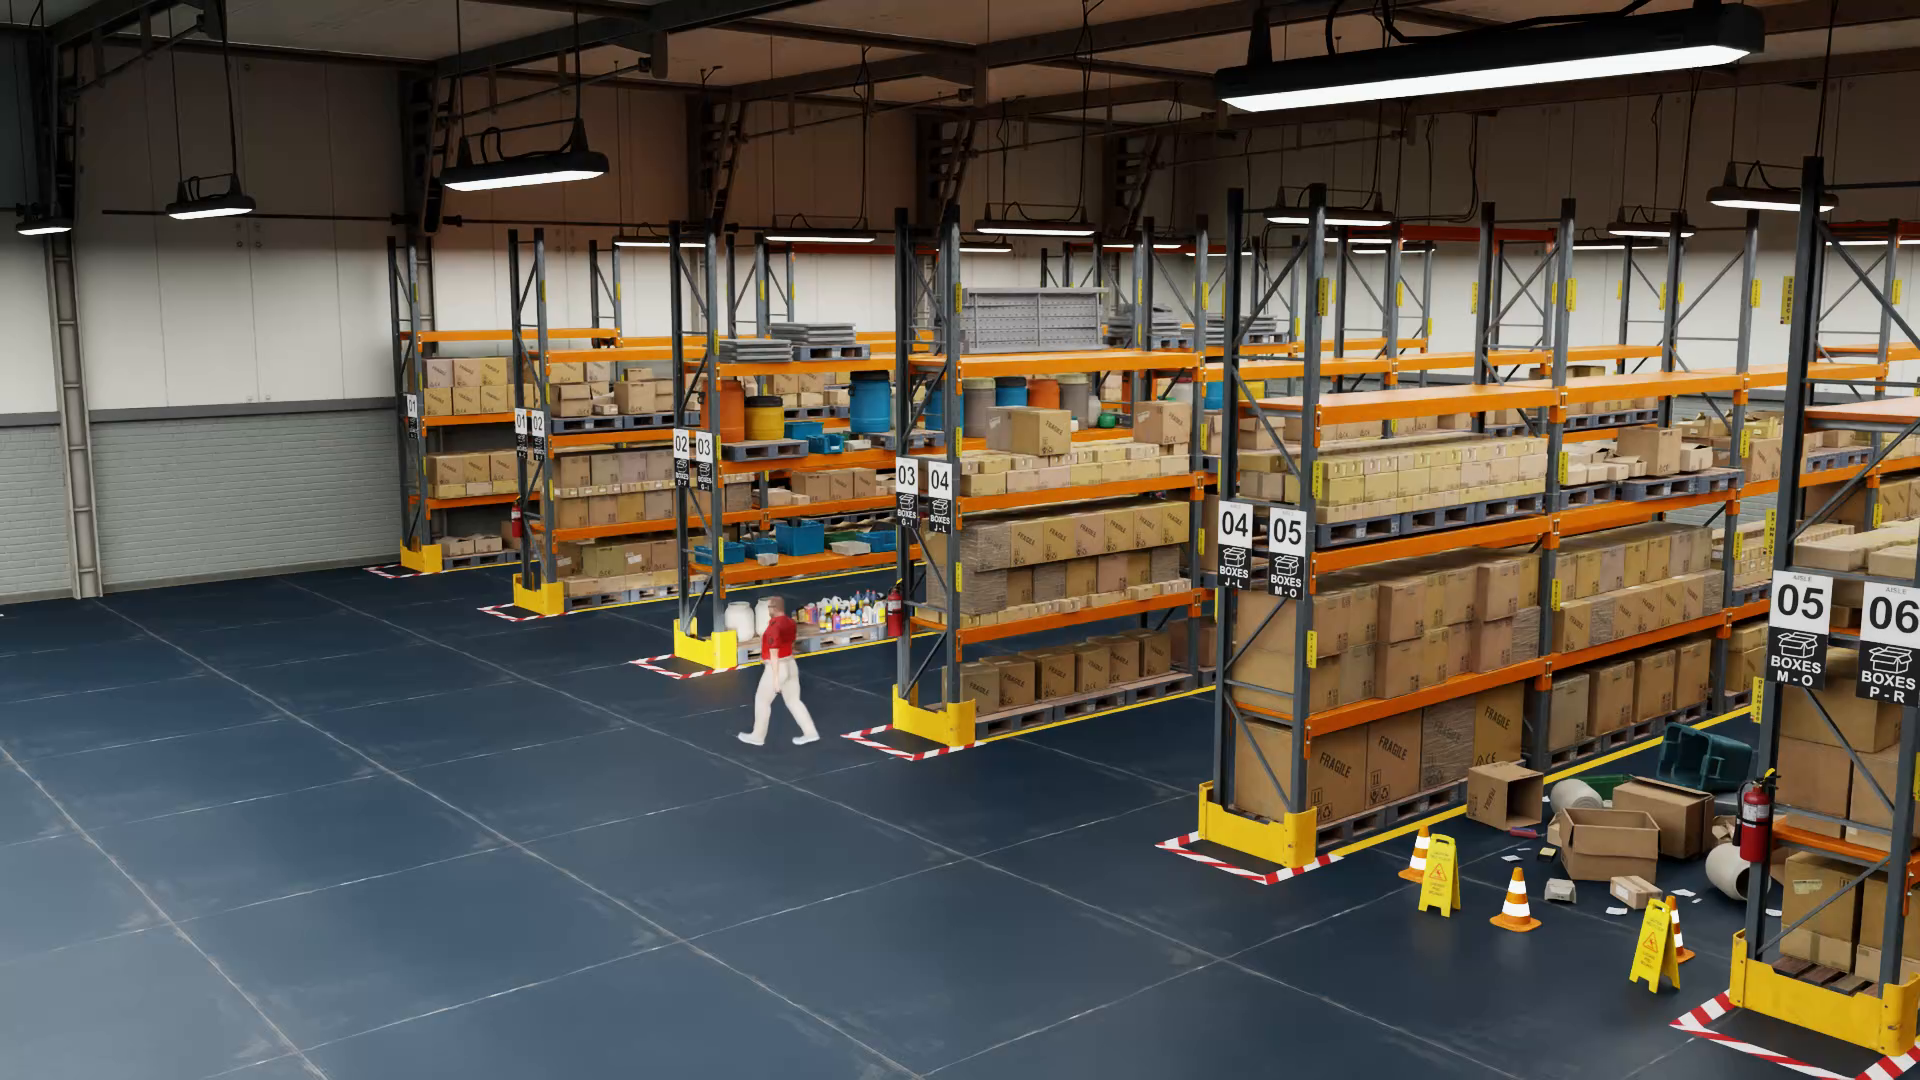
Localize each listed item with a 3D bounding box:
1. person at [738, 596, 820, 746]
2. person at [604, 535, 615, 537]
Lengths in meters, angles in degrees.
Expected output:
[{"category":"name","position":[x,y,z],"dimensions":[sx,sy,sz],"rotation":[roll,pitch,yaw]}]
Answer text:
[{"category":"person","position":[-2.035,1.474,18.686],"dimensions":[0.887,1.702,0.529],"rotation":[5,10,31]},{"category":"person","position":[-6.194,-0.128,29.666],"dimensions":[0.555,1.538,0.540],"rotation":[-7,11,-38]}]
